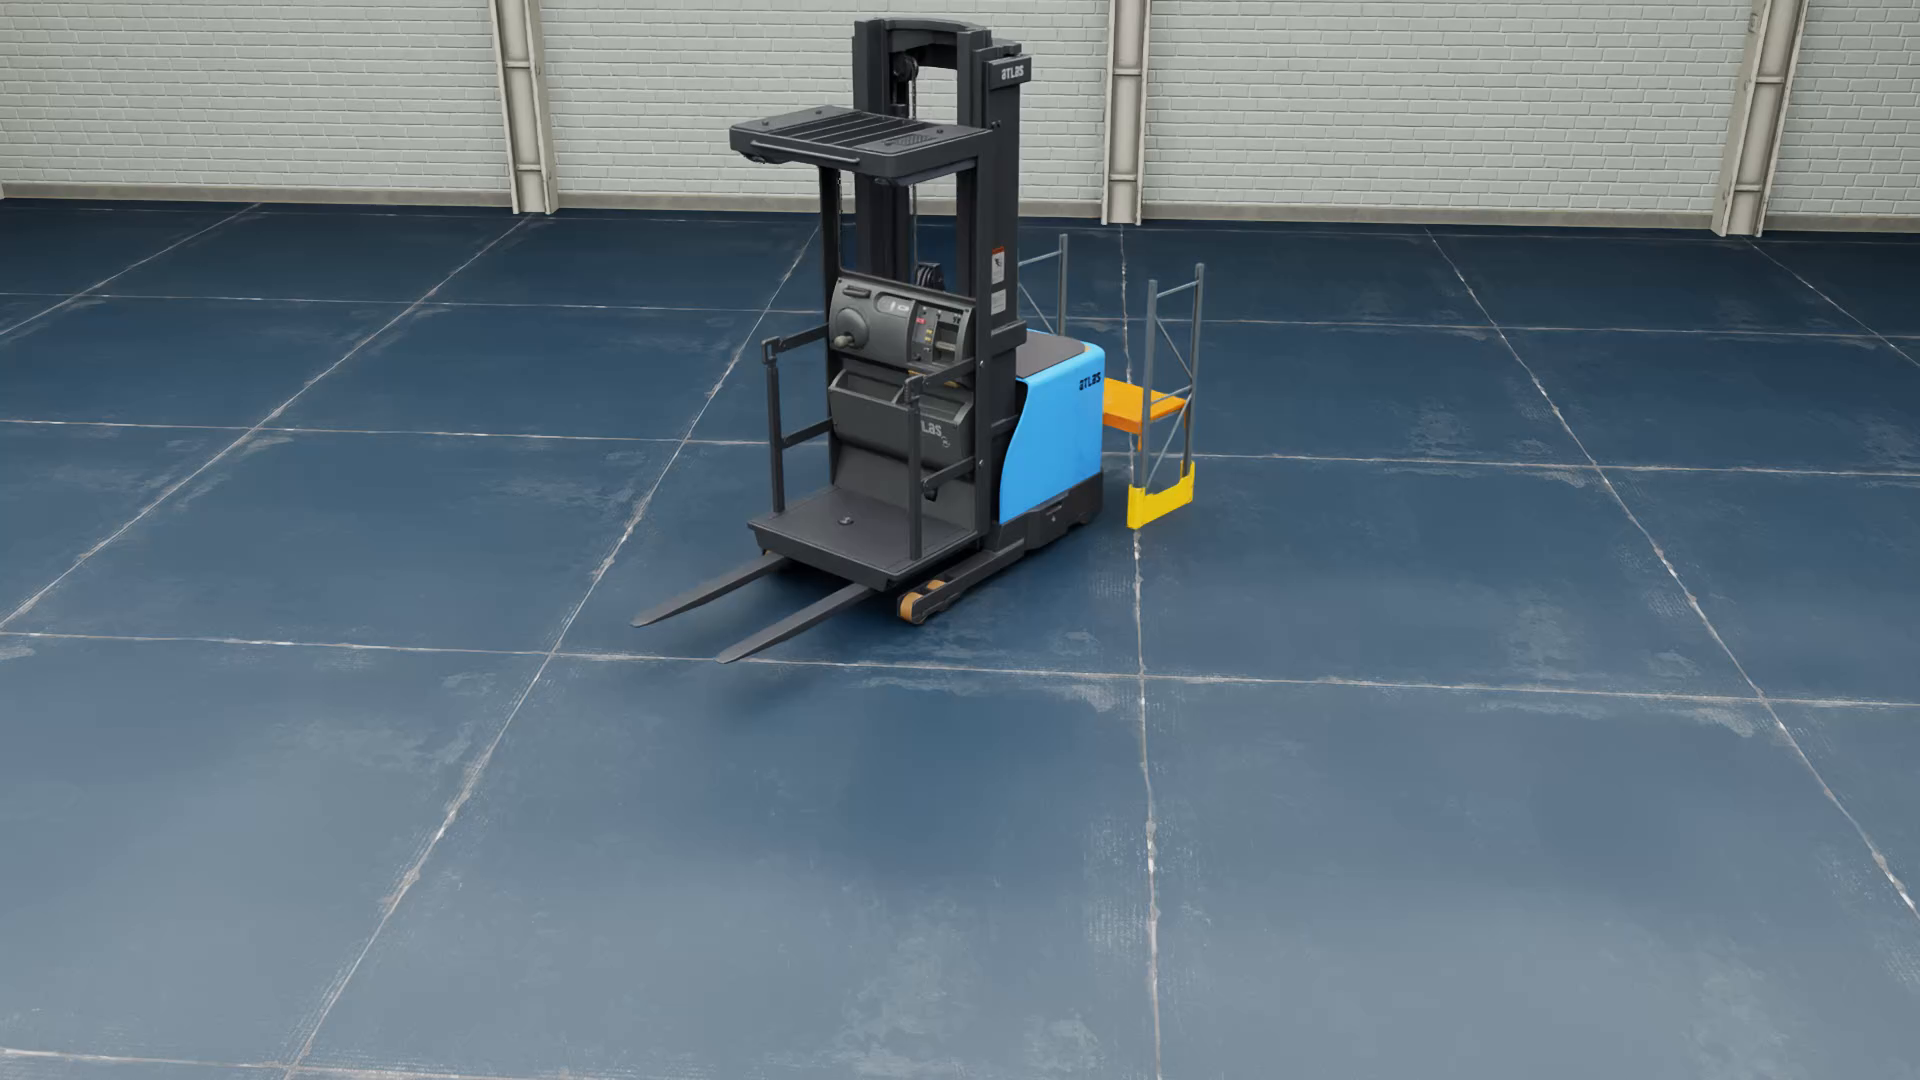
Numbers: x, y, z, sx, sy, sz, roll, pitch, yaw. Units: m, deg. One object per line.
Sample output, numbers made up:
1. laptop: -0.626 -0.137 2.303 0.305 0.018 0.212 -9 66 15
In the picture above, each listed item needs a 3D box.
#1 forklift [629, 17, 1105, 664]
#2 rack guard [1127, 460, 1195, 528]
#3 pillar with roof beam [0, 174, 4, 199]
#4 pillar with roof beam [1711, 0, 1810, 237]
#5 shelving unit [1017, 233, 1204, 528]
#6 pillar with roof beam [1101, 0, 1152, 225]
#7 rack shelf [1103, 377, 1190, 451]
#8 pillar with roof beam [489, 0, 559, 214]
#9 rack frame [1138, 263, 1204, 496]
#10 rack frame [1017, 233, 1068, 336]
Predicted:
1. forklift: -0.453 -1.121 8.680 1.130 2.935 3.031 18 30 34
2. rack guard: 1.219 -0.283 10.062 0.087 0.250 0.587 21 32 38
3. pillar with roof beam: -10.676 -5.884 11.772 0.400 9.000 9.100 2 25 4
4. pillar with roof beam: 7.271 -5.308 10.520 0.400 9.000 9.100 2 25 4
5. shelving unit: 0.853 -0.992 10.108 1.083 1.500 0.587 21 32 38
6. pillar with roof beam: 1.289 -5.500 10.937 0.400 9.000 9.100 2 25 4
7. rack shelf: 0.859 -0.826 10.177 1.000 0.185 0.538 21 32 38
8. pillar with roof beam: -4.694 -5.692 11.354 0.400 9.000 9.100 2 25 4
9. rack frame: 1.235 -0.846 9.791 0.032 1.500 0.500 21 32 38
10. rack frame: 0.485 -1.133 10.415 0.032 1.500 0.500 21 32 38
